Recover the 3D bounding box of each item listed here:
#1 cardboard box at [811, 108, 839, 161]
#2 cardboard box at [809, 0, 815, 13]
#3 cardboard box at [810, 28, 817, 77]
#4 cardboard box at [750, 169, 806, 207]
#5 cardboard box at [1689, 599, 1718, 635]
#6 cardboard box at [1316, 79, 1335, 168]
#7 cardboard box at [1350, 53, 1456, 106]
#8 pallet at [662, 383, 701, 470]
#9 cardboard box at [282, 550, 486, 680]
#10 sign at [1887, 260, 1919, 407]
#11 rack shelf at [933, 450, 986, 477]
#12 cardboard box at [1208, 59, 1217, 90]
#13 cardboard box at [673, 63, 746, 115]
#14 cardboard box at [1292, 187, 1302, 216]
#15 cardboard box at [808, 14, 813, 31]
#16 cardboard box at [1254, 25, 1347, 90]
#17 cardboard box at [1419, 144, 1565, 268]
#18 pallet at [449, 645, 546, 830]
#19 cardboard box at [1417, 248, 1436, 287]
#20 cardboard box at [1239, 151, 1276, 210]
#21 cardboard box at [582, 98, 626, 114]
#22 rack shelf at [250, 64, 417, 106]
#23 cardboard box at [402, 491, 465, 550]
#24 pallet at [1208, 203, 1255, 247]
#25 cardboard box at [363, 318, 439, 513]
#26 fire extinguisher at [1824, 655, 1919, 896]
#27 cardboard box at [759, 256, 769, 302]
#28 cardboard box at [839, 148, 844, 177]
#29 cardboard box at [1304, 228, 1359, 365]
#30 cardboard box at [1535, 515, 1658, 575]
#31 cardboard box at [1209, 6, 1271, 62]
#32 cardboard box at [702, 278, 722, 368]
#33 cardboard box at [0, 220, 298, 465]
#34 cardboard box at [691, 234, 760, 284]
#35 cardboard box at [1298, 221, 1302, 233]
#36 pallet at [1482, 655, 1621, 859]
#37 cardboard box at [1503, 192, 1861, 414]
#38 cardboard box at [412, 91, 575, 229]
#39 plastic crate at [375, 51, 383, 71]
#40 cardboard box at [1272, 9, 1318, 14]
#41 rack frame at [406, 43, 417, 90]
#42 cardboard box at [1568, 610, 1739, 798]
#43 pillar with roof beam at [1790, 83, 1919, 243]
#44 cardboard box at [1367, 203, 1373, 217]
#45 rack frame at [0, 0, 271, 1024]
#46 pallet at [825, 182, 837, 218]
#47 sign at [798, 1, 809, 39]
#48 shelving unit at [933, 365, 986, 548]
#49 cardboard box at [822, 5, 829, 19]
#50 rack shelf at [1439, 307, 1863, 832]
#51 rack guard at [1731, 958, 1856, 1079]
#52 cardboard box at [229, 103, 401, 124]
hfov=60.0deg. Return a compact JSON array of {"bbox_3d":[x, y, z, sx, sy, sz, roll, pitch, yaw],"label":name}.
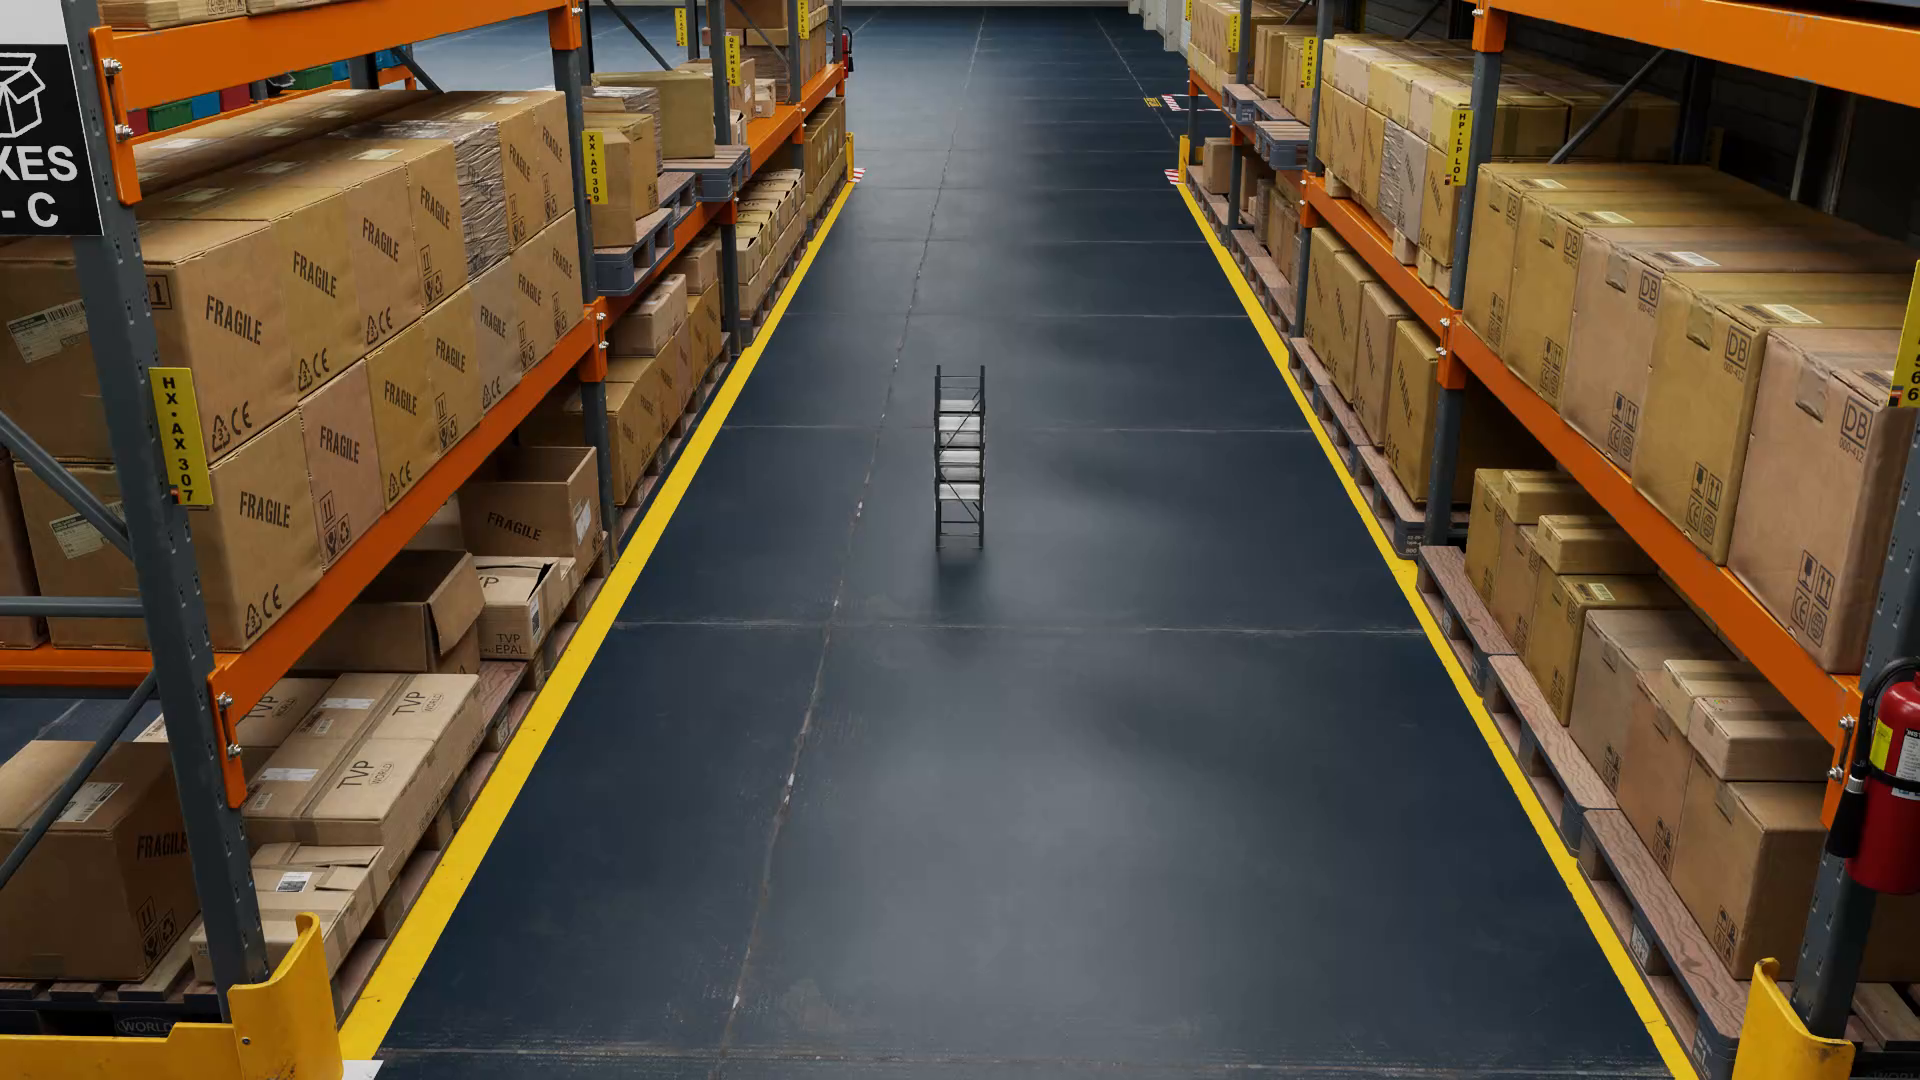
[{"bbox_3d":[-1.567,-4.326,17.715,0.500,0.500,0.500,1,21,2],"label":"cardboard box"},{"bbox_3d":[-1.886,-5.712,17.173,0.700,0.500,0.500,1,21,2],"label":"cardboard box"},{"bbox_3d":[-1.892,-5.130,17.465,0.700,0.500,0.500,1,21,2],"label":"cardboard box"},{"bbox_3d":[-1.680,-3.201,15.077,0.500,0.311,0.500,1,21,2],"label":"cardboard box"},{"bbox_3d":[2.786,0.219,5.796,0.380,0.149,0.250,1,21,2],"label":"cardboard box"},{"bbox_3d":[2.605,-2.697,10.757,0.500,0.500,0.500,1,21,3],"label":"cardboard box"},{"bbox_3d":[2.577,-2.683,9.684,0.500,0.250,0.500,1,21,2],"label":"cardboard box"},{"bbox_3d":[-2.176,-0.719,10.091,1.003,0.211,1.213,1,21,2],"label":"pallet"},{"bbox_3d":[-2.250,0.356,6.308,0.797,0.503,0.637,1,21,2],"label":"cardboard box"},{"bbox_3d":[2.090,-0.444,3.599,0.100,0.325,0.005,1,21,2],"label":"sign"},{"bbox_3d":[0.000,-0.386,8.371,0.258,0.077,0.200,1,21,2],"label":"rack shelf"},{"bbox_3d":[2.732,-4.598,16.412,0.500,0.250,0.500,1,21,1],"label":"cardboard box"},{"bbox_3d":[-2.025,-3.572,13.451,0.500,0.500,0.500,1,21,2],"label":"cardboard box"},{"bbox_3d":[2.936,-2.717,13.196,0.500,0.250,0.500,1,21,1],"label":"cardboard box"},{"bbox_3d":[-1.699,-5.269,16.927,0.380,0.149,0.250,0,21,1],"label":"cardboard box"},{"bbox_3d":[2.948,-4.190,14.434,0.700,0.500,0.500,1,21,2],"label":"cardboard box"},{"bbox_3d":[2.516,-1.594,7.912,0.500,0.500,0.500,0,21,1],"label":"cardboard box"},{"bbox_3d":[-2.254,0.708,6.412,1.003,0.211,1.213,1,21,2],"label":"pallet"},{"bbox_3d":[2.465,-1.338,8.151,0.380,0.149,0.250,1,21,3],"label":"cardboard box"},{"bbox_3d":[2.989,-3.537,16.346,0.500,0.500,0.500,-1,21,-2],"label":"cardboard box"},{"bbox_3d":[-2.206,-2.164,9.241,0.700,0.500,0.500,-5,22,-12],"label":"cardboard box"},{"bbox_3d":[-6.844,-4.619,17.280,1.077,0.370,4.000,1,21,2],"label":"rack shelf"},{"bbox_3d":[-2.427,-0.085,7.709,0.500,0.311,0.500,1,21,2],"label":"cardboard box"},{"bbox_3d":[2.982,-3.065,16.136,1.003,0.211,1.213,1,21,2],"label":"pallet"},{"bbox_3d":[-2.014,-0.408,5.296,0.500,0.500,0.500,1,21,1],"label":"cardboard box"},{"bbox_3d":[2.166,0.476,3.777,0.296,0.674,0.183,1,21,2],"label":"fire extinguisher"},{"bbox_3d":[-1.752,-2.010,12.784,0.500,0.250,0.500,0,21,0],"label":"cardboard box"},{"bbox_3d":[-1.557,-4.157,18.317,0.500,0.250,0.500,1,21,2],"label":"cardboard box"},{"bbox_3d":[2.722,-1.605,10.909,0.750,0.750,0.750,0,21,1],"label":"cardboard box"},{"bbox_3d":[2.420,0.018,6.315,0.380,0.149,0.250,0,21,0],"label":"cardboard box"},{"bbox_3d":[2.738,-4.948,16.276,0.500,0.500,0.500,0,21,0],"label":"cardboard box"},{"bbox_3d":[-1.870,-1.428,10.909,0.500,0.500,0.500,1,21,4],"label":"cardboard box"},{"bbox_3d":[-2.042,-0.506,4.167,0.500,0.500,0.500,1,21,3],"label":"cardboard box"},{"bbox_3d":[-1.766,-2.090,12.214,0.500,0.311,0.500,1,21,3],"label":"cardboard box"},{"bbox_3d":[2.977,-2.161,12.799,0.700,0.500,0.500,1,21,2],"label":"cardboard box"},{"bbox_3d":[2.618,0.787,6.209,1.003,0.211,1.213,1,21,2],"label":"pallet"},{"bbox_3d":[2.693,-0.909,6.311,0.980,0.700,0.700,0,21,0],"label":"cardboard box"},{"bbox_3d":[-1.954,-1.609,7.010,0.500,0.500,0.500,1,21,2],"label":"cardboard box"},{"bbox_3d":[-6.525,-5.189,17.960,0.499,0.251,0.408,1,21,2],"label":"plastic crate"},{"bbox_3d":[3.240,-4.765,15.807,0.500,0.500,0.500,1,21,1],"label":"cardboard box"},{"bbox_3d":[-6.784,-5.677,19.013,1.000,3.000,0.127,1,21,2],"label":"rack frame"},{"bbox_3d":[2.583,0.570,5.789,0.700,0.500,0.500,0,21,0],"label":"cardboard box"},{"bbox_3d":[-0.706,-3.811,5.910,9.100,9.000,0.400,1,21,2],"label":"pillar with roof beam"},{"bbox_3d":[2.623,-1.986,9.819,0.380,0.149,0.250,1,21,2],"label":"cardboard box"},{"bbox_3d":[-2.316,0.164,3.960,0.949,2.616,0.053,1,21,2],"label":"rack frame"},{"bbox_3d":[-1.854,-3.604,17.526,1.003,0.211,1.213,1,21,2],"label":"pallet"},{"bbox_3d":[-1.412,-4.675,14.941,0.100,0.325,0.005,1,21,2],"label":"sign"},{"bbox_3d":[0.000,-0.417,8.359,0.258,0.900,0.210,1,21,2],"label":"shelving unit"},{"bbox_3d":[-1.654,-5.830,18.373,0.380,0.149,0.250,0,21,1],"label":"cardboard box"},{"bbox_3d":[2.693,-0.171,5.817,1.077,0.370,4.000,1,21,2],"label":"rack shelf"},{"bbox_3d":[2.632,1.391,4.253,1.175,0.500,0.348,1,21,2],"label":"rack guard"},{"bbox_3d":[-2.508,-1.441,6.576,0.500,0.500,0.500,0,21,0],"label":"cardboard box"}]
